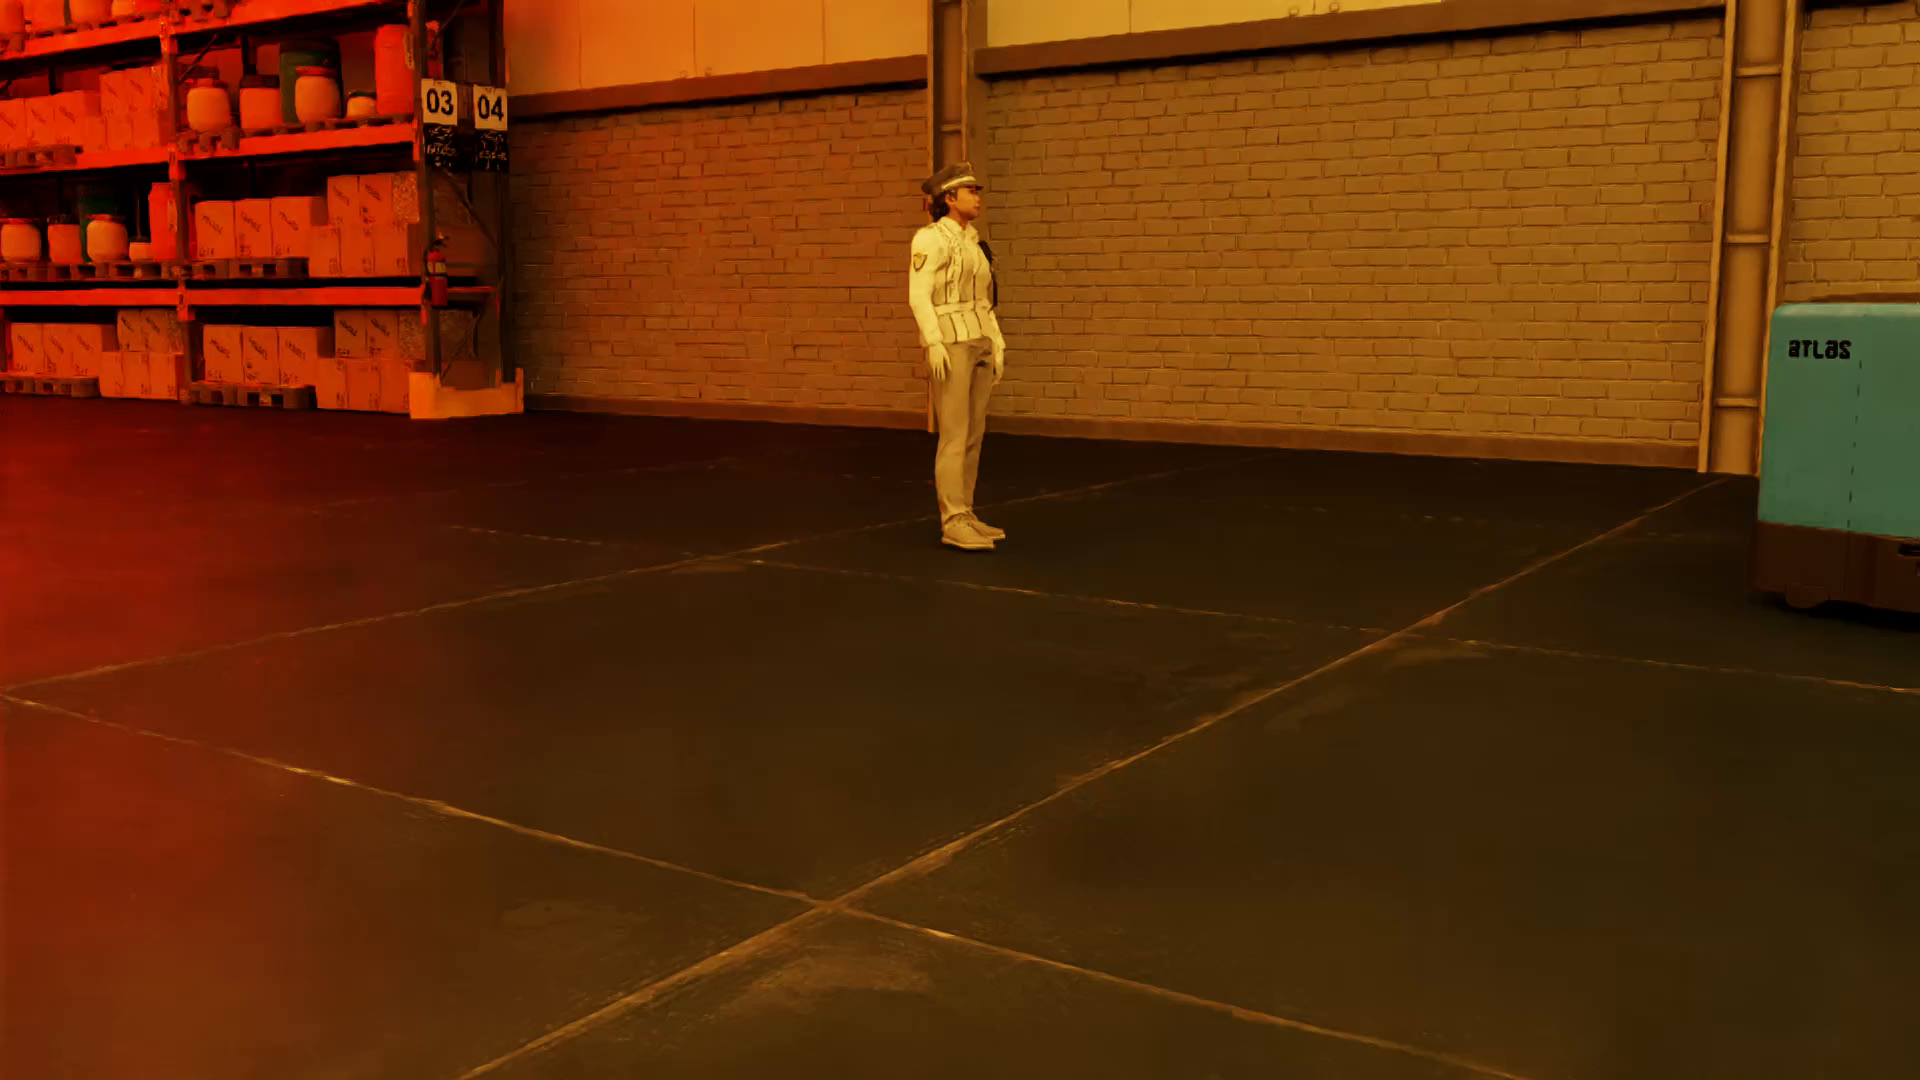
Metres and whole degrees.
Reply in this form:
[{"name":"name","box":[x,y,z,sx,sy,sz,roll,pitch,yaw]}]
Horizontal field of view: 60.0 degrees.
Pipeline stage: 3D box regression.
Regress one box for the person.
[{"name":"person","box":[0.052,-0.840,7.440,0.533,1.695,0.586,5,10,34]}]

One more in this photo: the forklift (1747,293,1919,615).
[{"name":"forklift","box":[4.080,-1.085,4.825,1.130,2.935,3.031,-6,10,-36]}]
